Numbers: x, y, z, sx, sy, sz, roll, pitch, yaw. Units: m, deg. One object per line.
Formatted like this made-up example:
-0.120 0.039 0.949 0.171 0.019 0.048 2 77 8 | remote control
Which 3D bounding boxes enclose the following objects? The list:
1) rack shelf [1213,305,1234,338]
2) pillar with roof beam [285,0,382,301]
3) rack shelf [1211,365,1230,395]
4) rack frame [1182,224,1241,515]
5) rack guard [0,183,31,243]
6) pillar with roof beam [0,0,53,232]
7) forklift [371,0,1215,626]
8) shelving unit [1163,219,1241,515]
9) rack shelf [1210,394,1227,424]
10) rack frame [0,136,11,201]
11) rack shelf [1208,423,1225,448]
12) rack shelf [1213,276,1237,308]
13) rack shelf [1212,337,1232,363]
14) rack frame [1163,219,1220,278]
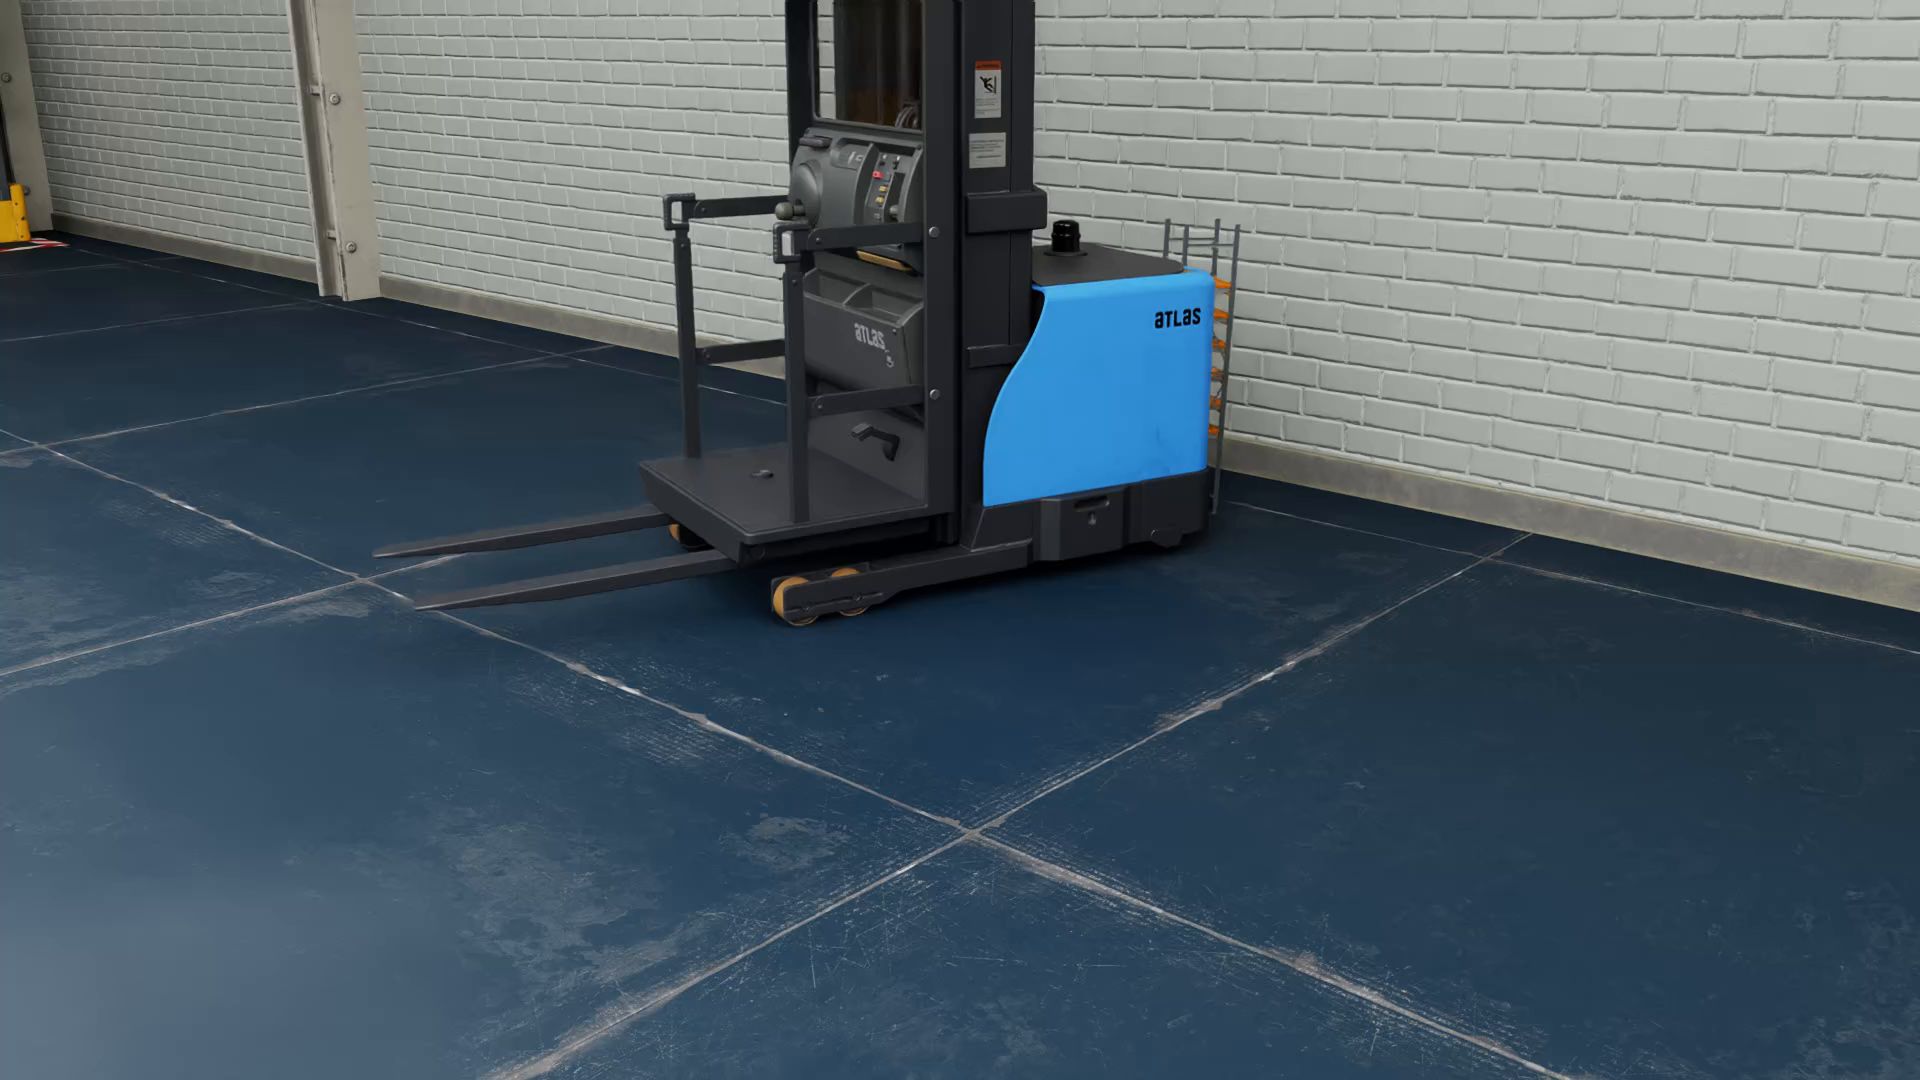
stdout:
0.956 -0.886 6.757 0.258 0.103 0.180 -3 18 -17 | rack shelf
-7.358 -5.123 7.878 0.400 9.000 9.100 15 23 39 | pillar with roof beam
0.948 -0.657 6.829 0.258 0.103 0.180 -3 18 -17 | rack shelf
0.976 -0.672 6.733 0.240 1.200 0.006 -3 18 -17 | rack frame
-9.047 -2.902 14.931 0.348 0.500 1.175 15 23 39 | rack guard
-11.845 -6.328 11.674 0.400 9.000 9.100 15 23 39 | pillar with roof beam
-0.558 -1.284 5.813 3.031 2.935 1.130 -10 20 -28 | forklift
0.950 -0.699 6.816 0.258 1.200 0.189 -3 18 -17 | shelving unit
0.945 -0.542 6.865 0.258 0.103 0.180 -3 18 -17 | rack shelf
-9.065 -4.099 14.568 0.127 3.000 1.000 15 23 39 | rack frame
0.941 -0.428 6.901 0.258 0.103 0.180 -3 18 -17 | rack shelf
0.960 -1.000 6.721 0.258 0.103 0.180 -3 18 -17 | rack shelf
0.952 -0.771 6.793 0.258 0.103 0.180 -3 18 -17 | rack shelf
0.923 -0.726 6.899 0.240 1.200 0.006 -3 18 -17 | rack frame
